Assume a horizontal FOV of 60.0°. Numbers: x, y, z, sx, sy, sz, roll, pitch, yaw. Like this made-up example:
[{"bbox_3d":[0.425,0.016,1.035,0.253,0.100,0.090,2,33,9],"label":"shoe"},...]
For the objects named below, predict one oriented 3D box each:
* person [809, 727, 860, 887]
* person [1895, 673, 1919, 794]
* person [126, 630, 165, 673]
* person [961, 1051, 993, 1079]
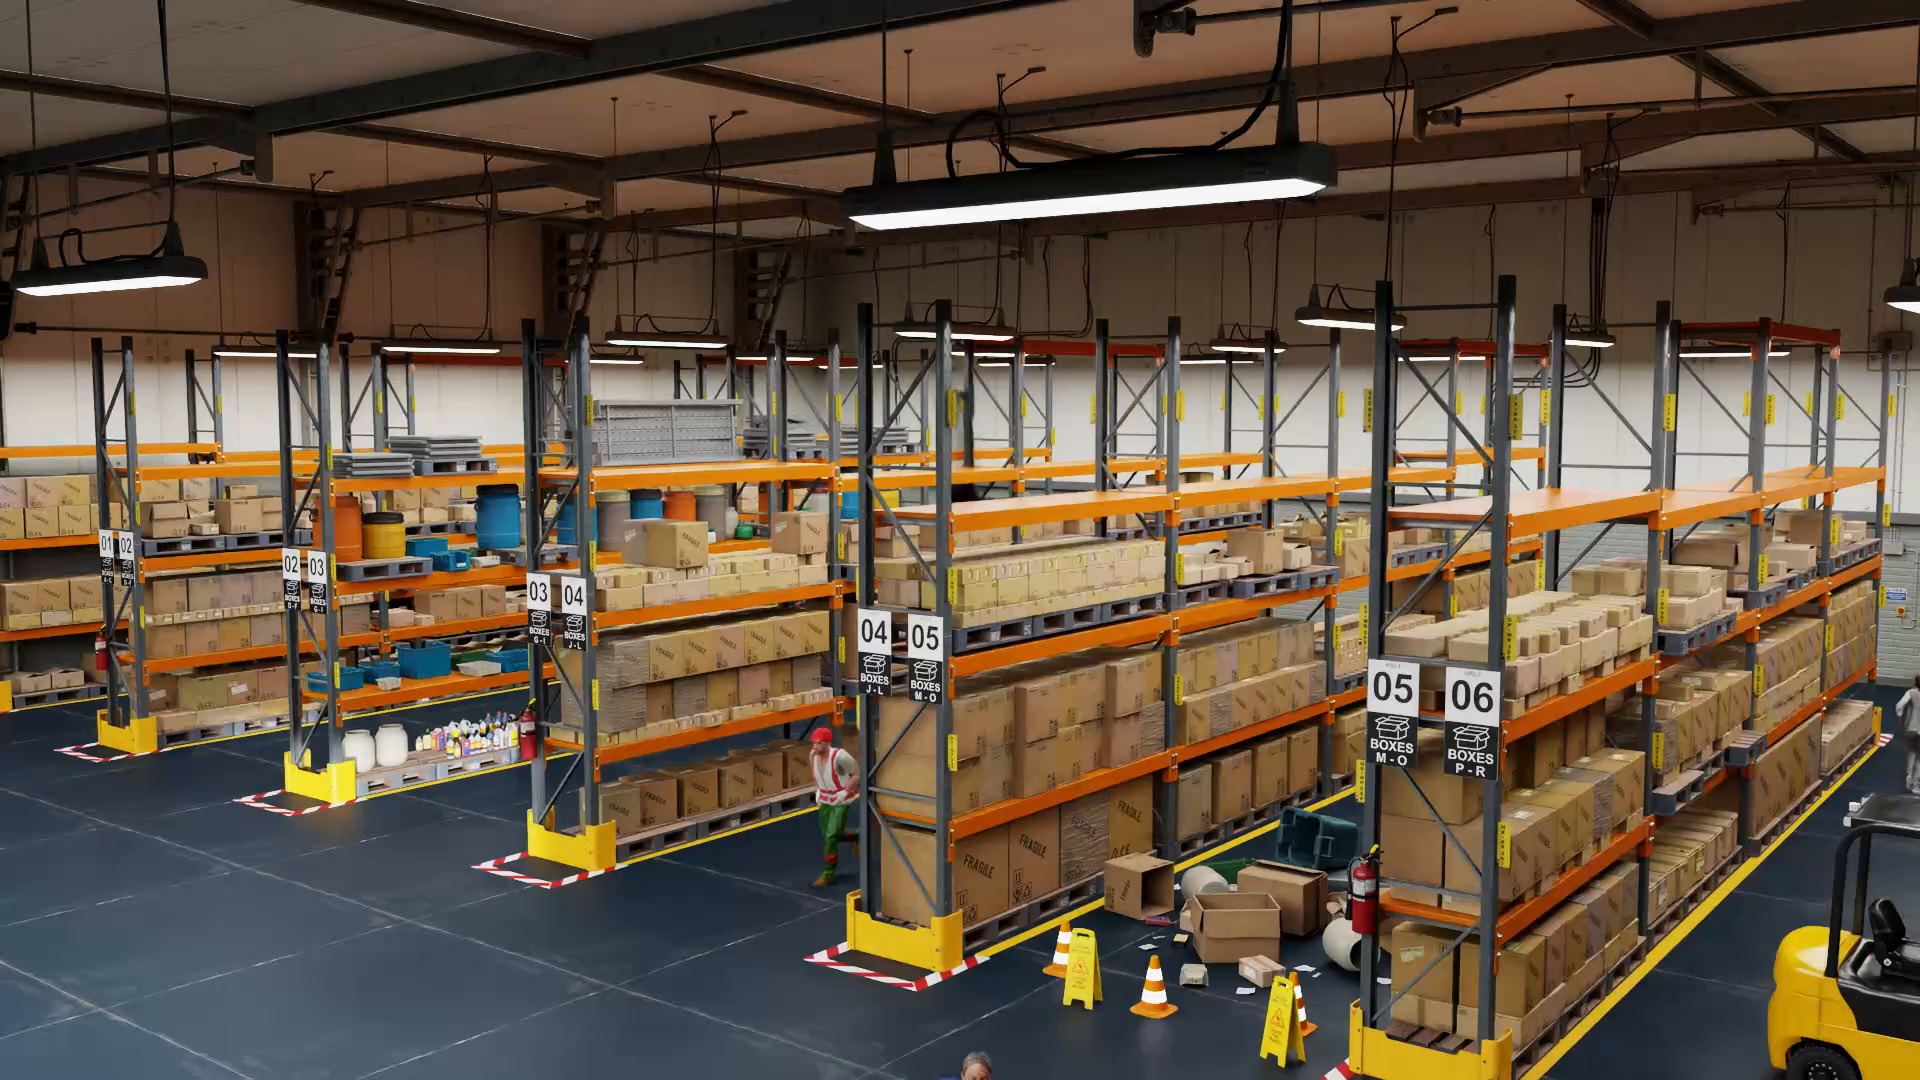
[{"bbox_3d":[-1.275,2.795,17.688,0.659,1.723,0.920,3,6,30],"label":"person"},{"bbox_3d":[12.436,2.496,21.568,0.504,1.577,0.732,4,6,37],"label":"person"},{"bbox_3d":[-13.057,2.057,26.644,0.715,1.590,0.820,0,5,6],"label":"person"},{"bbox_3d":[0.064,3.578,9.265,0.562,1.578,0.715,-1,5,-6],"label":"person"}]
